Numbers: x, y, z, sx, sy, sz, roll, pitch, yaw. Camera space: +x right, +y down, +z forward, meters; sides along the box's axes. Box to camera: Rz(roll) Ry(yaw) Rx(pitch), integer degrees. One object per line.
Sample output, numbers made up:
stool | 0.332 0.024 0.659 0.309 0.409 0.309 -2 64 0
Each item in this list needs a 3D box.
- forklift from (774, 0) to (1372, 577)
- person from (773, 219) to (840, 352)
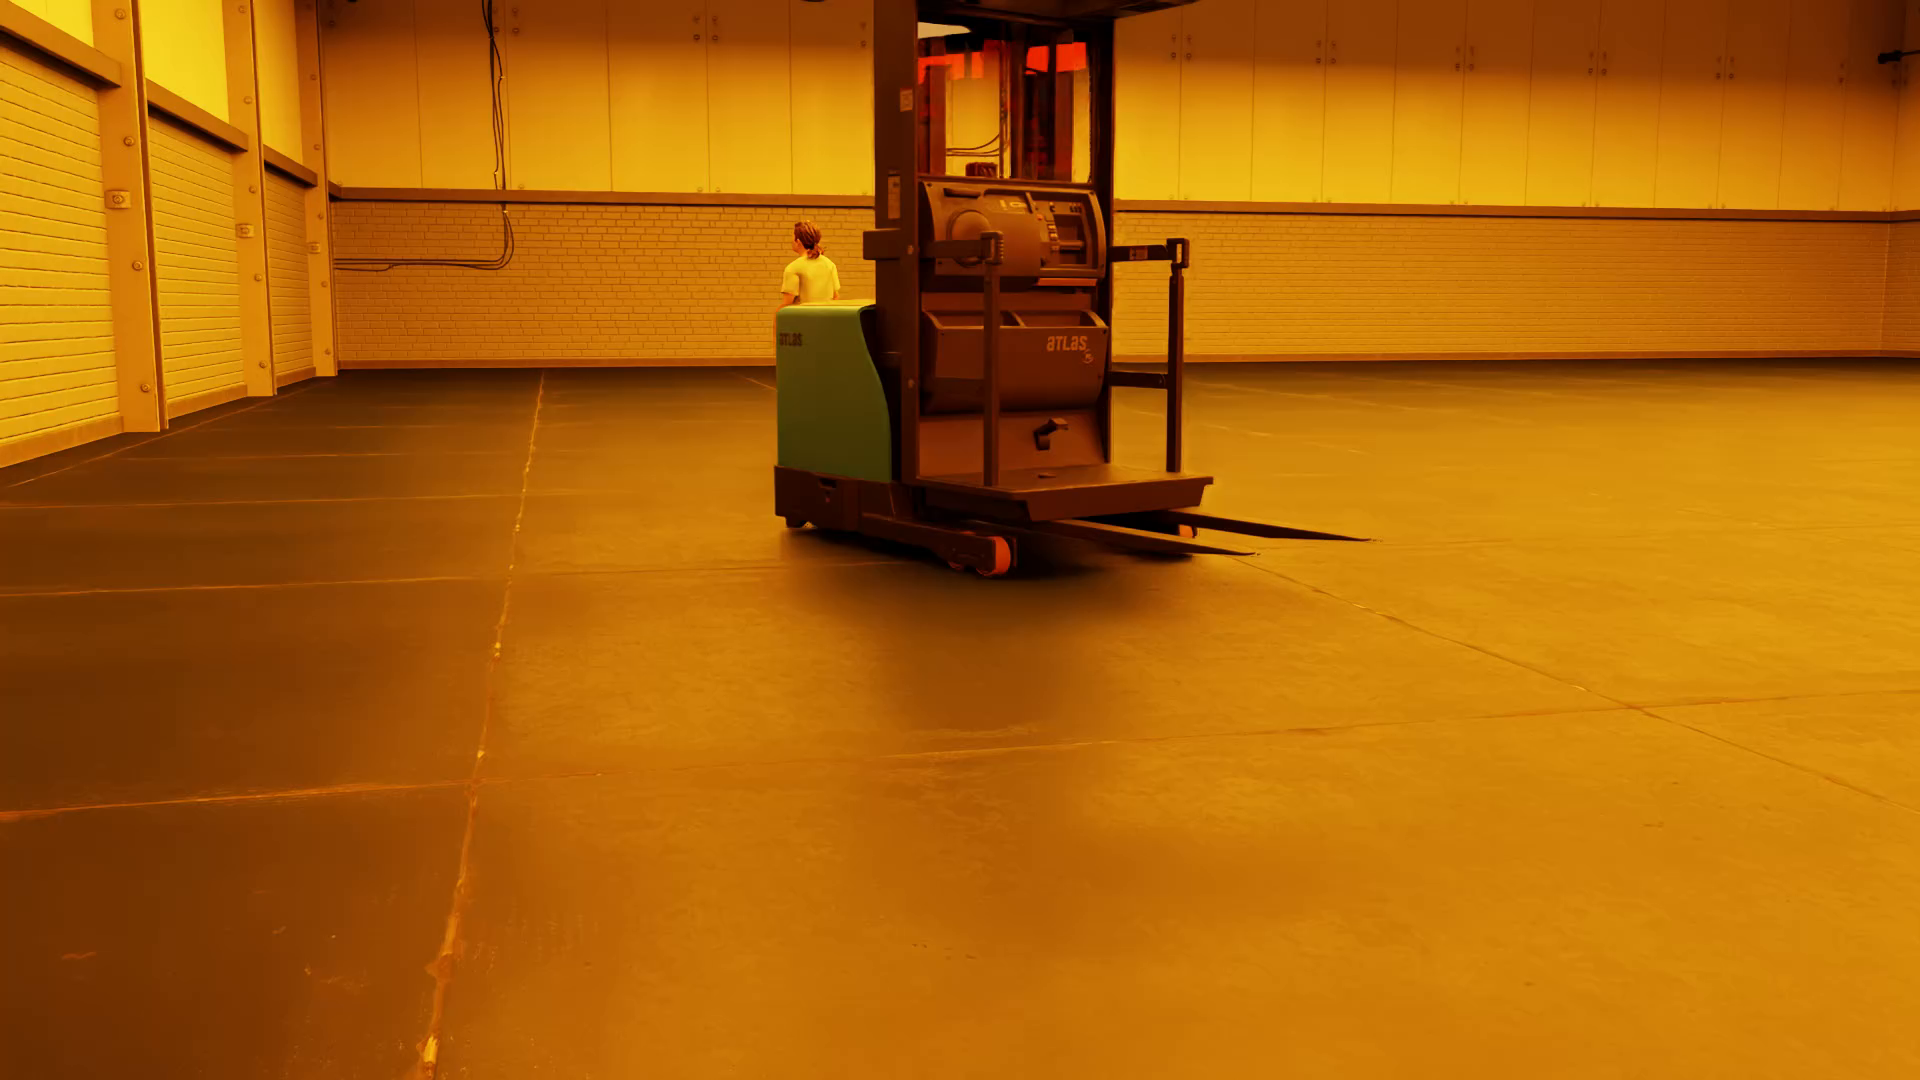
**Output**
forklift | 0.370 -1.380 6.994 1.130 2.935 3.031 -6 10 -35
person | -1.128 -1.447 11.941 0.550 1.673 0.548 -7 10 -40
